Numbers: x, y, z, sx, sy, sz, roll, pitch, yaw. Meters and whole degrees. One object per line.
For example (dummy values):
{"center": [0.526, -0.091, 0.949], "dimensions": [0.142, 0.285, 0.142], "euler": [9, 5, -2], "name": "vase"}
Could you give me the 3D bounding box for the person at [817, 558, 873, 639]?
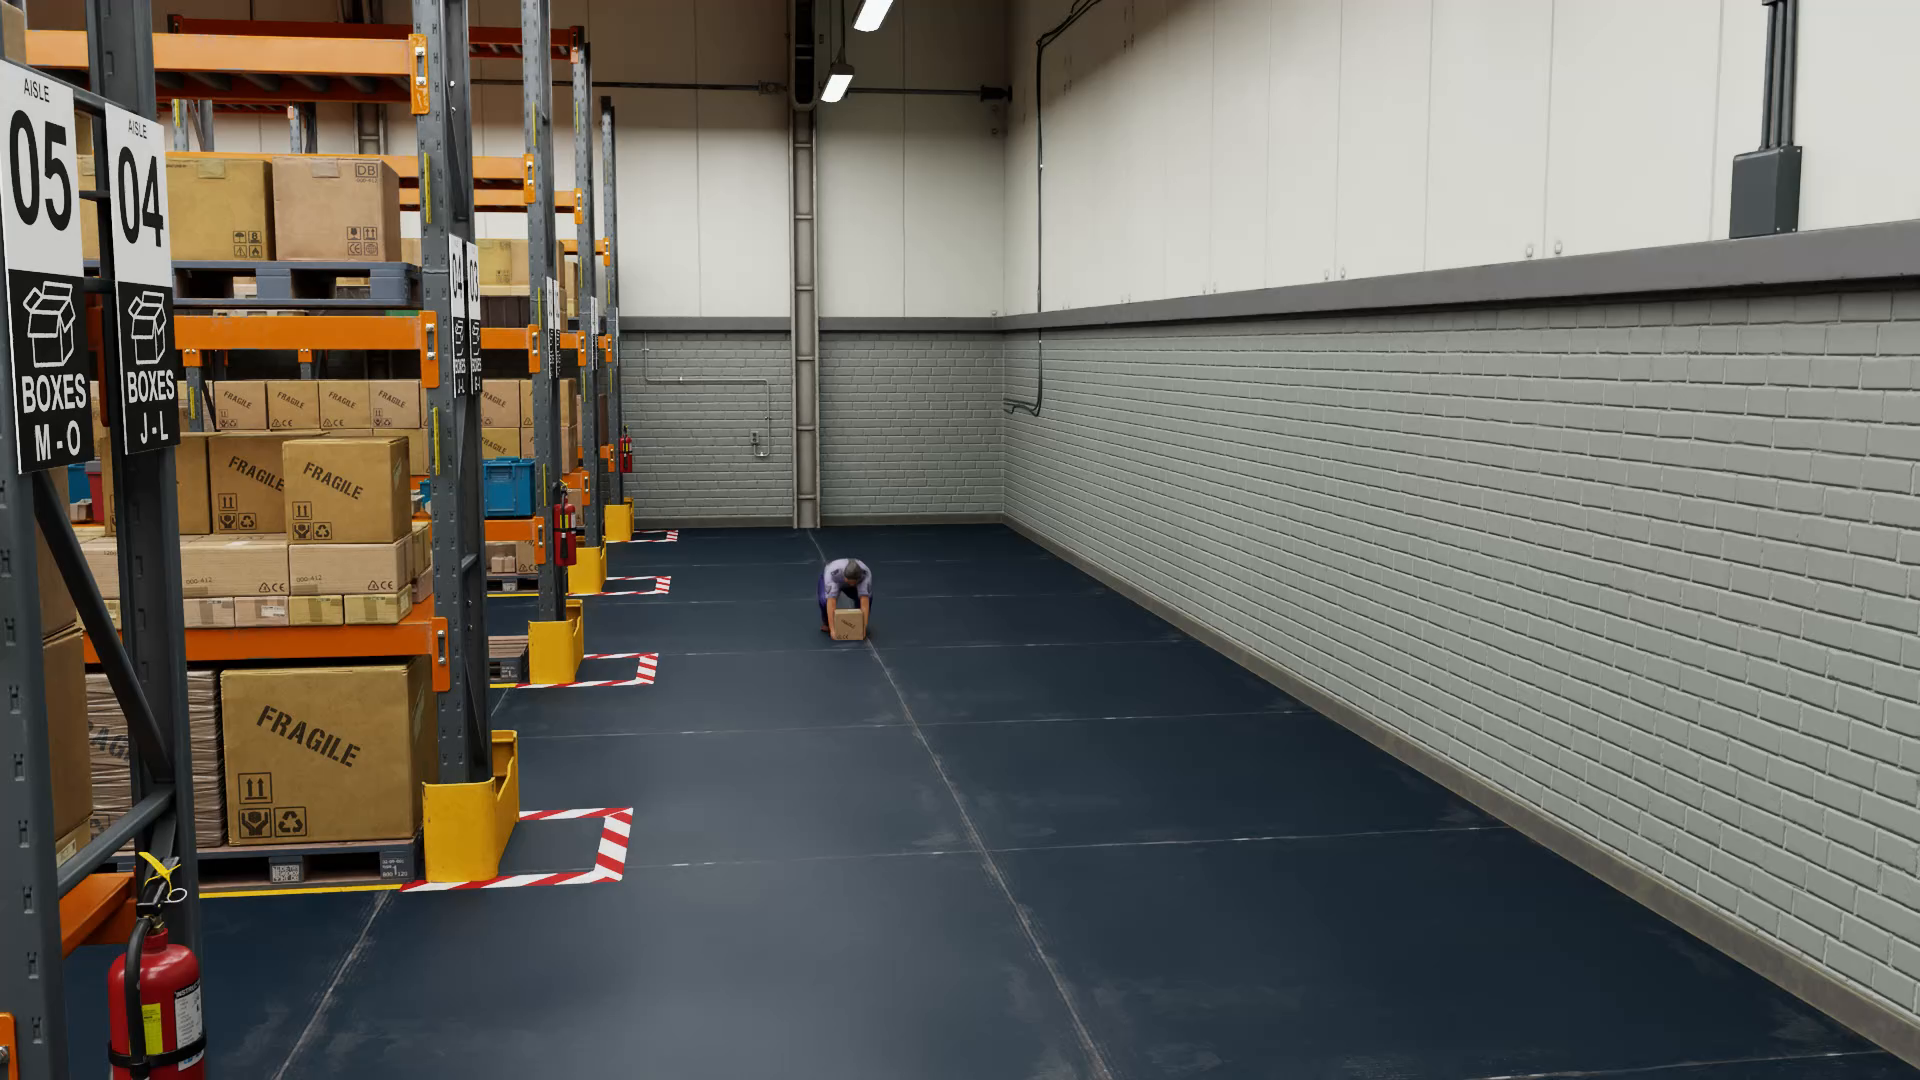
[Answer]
{"center": [-1.076, 0.511, 15.551], "dimensions": [0.507, 0.746, 0.885], "euler": [-1, 7, -10], "name": "person"}
